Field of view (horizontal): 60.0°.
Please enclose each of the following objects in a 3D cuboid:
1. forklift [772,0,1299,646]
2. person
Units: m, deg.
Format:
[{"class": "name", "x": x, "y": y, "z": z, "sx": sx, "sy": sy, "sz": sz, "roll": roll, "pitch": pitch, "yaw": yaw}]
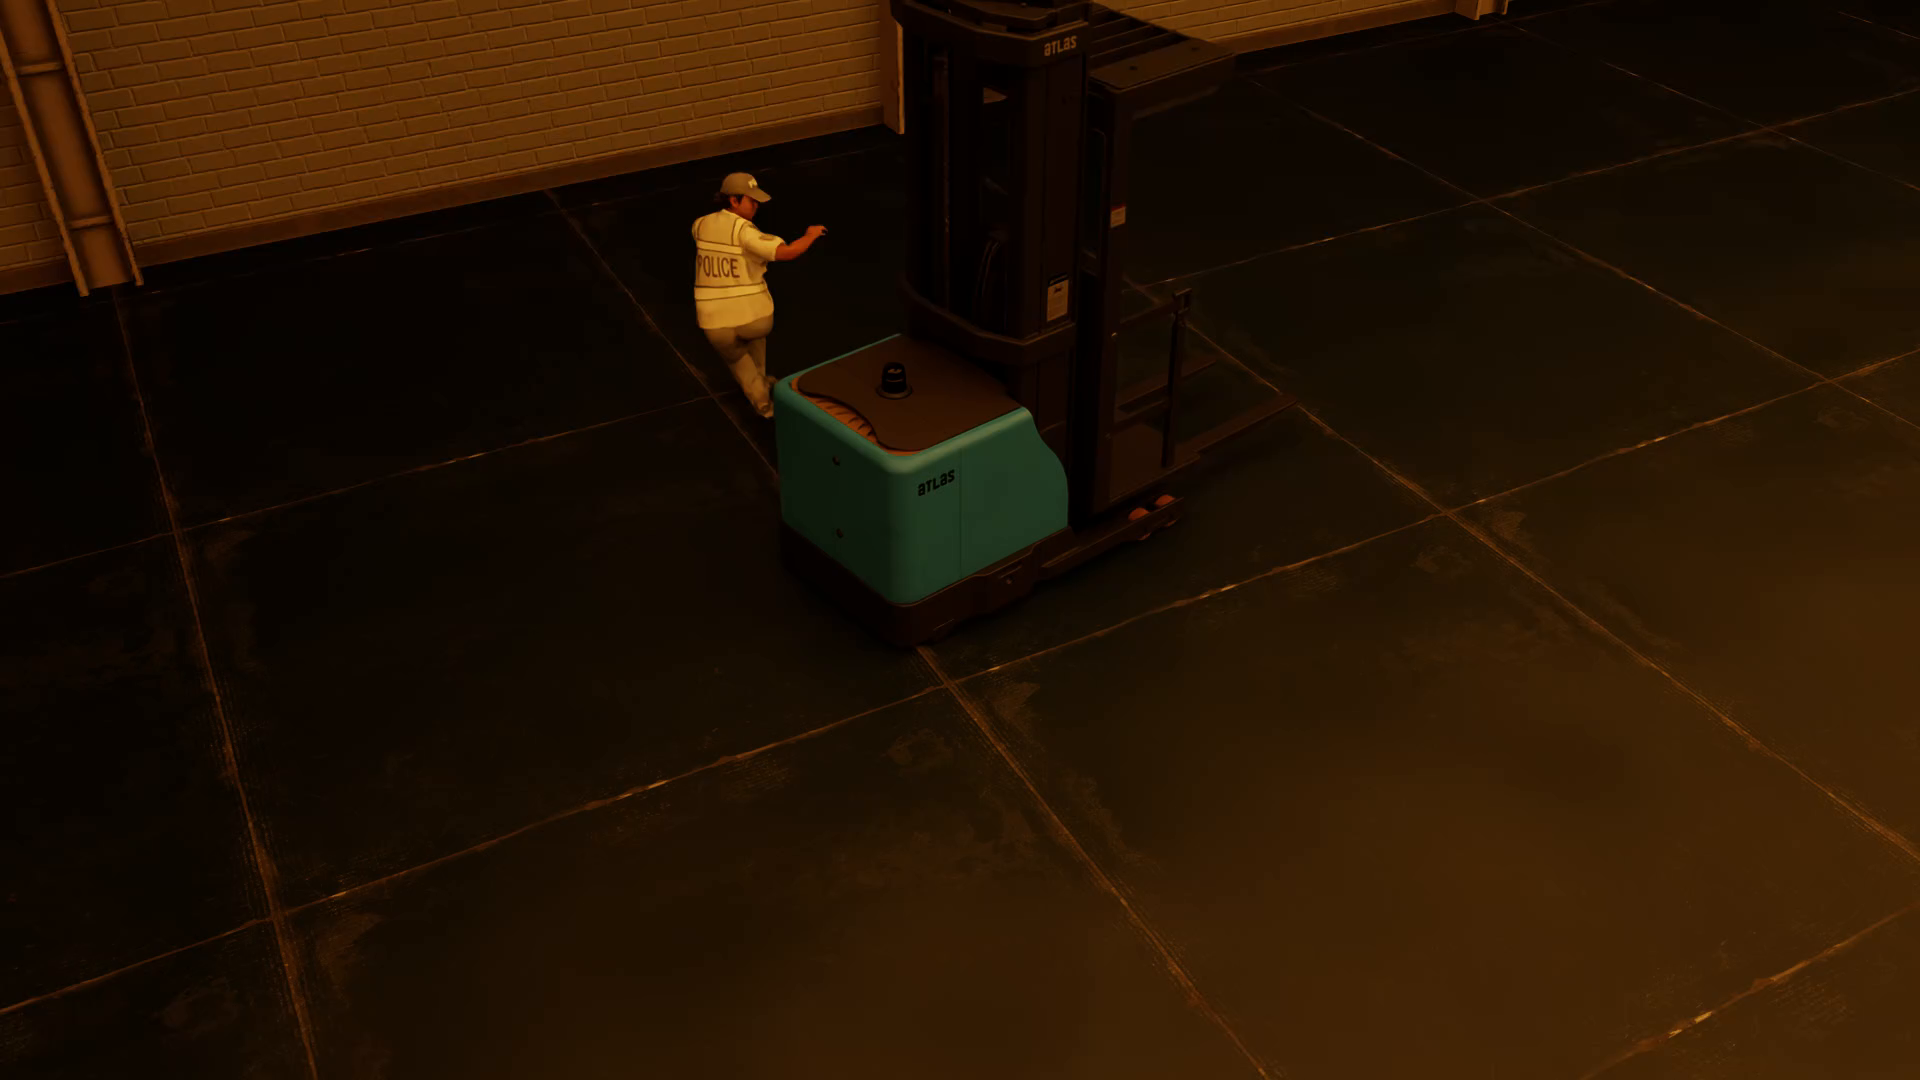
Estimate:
[{"class": "forklift", "x": 0.549, "y": -1.405, "z": 8.111, "sx": 3.031, "sy": 2.935, "sz": 1.130, "roll": -26, "pitch": 43, "yaw": -32}, {"class": "person", "x": -1.122, "y": -1.437, "z": 9.499, "sx": 0.774, "sy": 1.417, "sz": 1.063, "roll": 2, "pitch": 35, "yaw": 2}]
